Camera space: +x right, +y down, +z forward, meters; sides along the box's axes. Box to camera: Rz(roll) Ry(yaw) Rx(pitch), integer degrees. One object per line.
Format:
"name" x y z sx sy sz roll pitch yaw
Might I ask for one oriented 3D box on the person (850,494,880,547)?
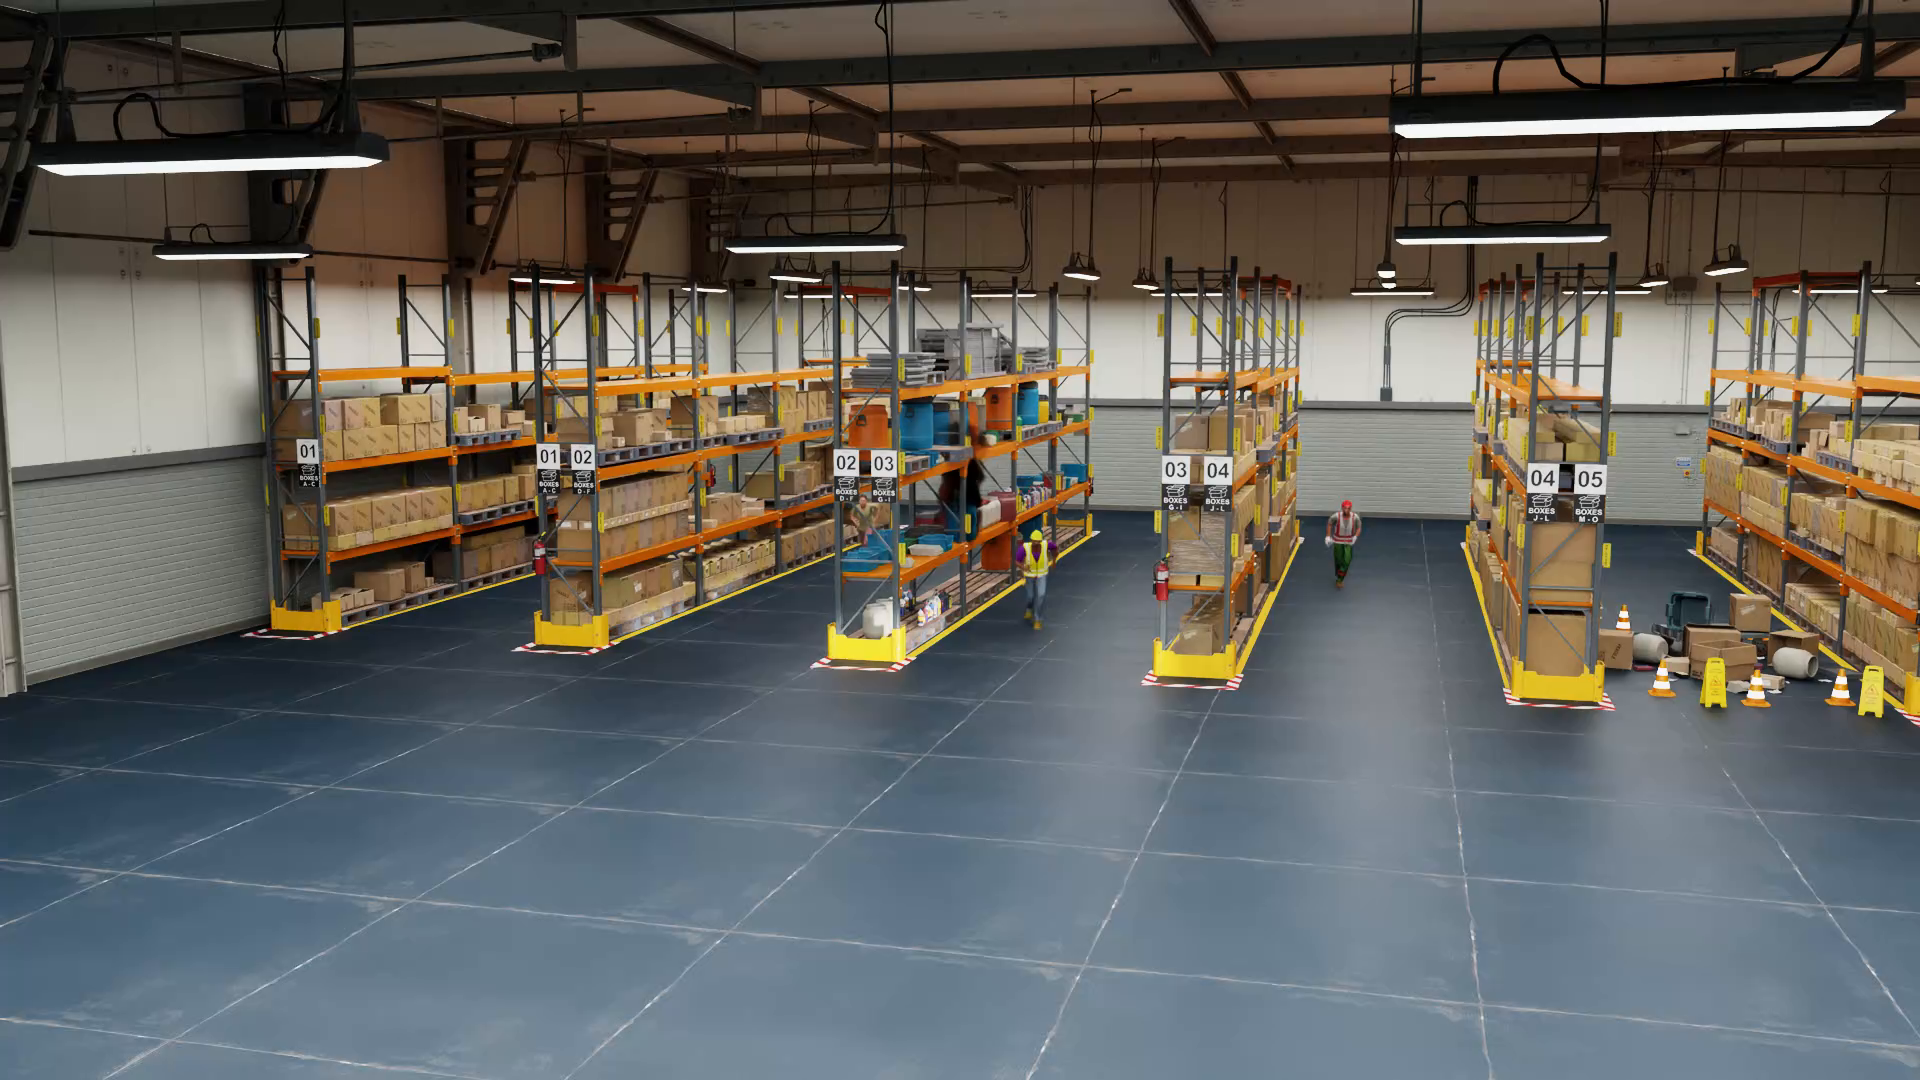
"person" -1.980 -0.195 34.904 0.611 1.623 1.009 0 7 3

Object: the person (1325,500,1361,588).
"person" 7.455 0.061 32.334 0.653 1.713 0.712 0 7 -1

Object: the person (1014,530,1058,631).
"person" 1.267 0.644 28.041 0.750 1.714 1.048 -1 7 -7

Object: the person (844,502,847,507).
"person" -2.874 -1.383 43.749 0.831 1.745 0.586 7 10 42

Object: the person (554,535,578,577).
"person" -7.202 0.321 30.523 0.548 1.592 0.888 1 7 5
